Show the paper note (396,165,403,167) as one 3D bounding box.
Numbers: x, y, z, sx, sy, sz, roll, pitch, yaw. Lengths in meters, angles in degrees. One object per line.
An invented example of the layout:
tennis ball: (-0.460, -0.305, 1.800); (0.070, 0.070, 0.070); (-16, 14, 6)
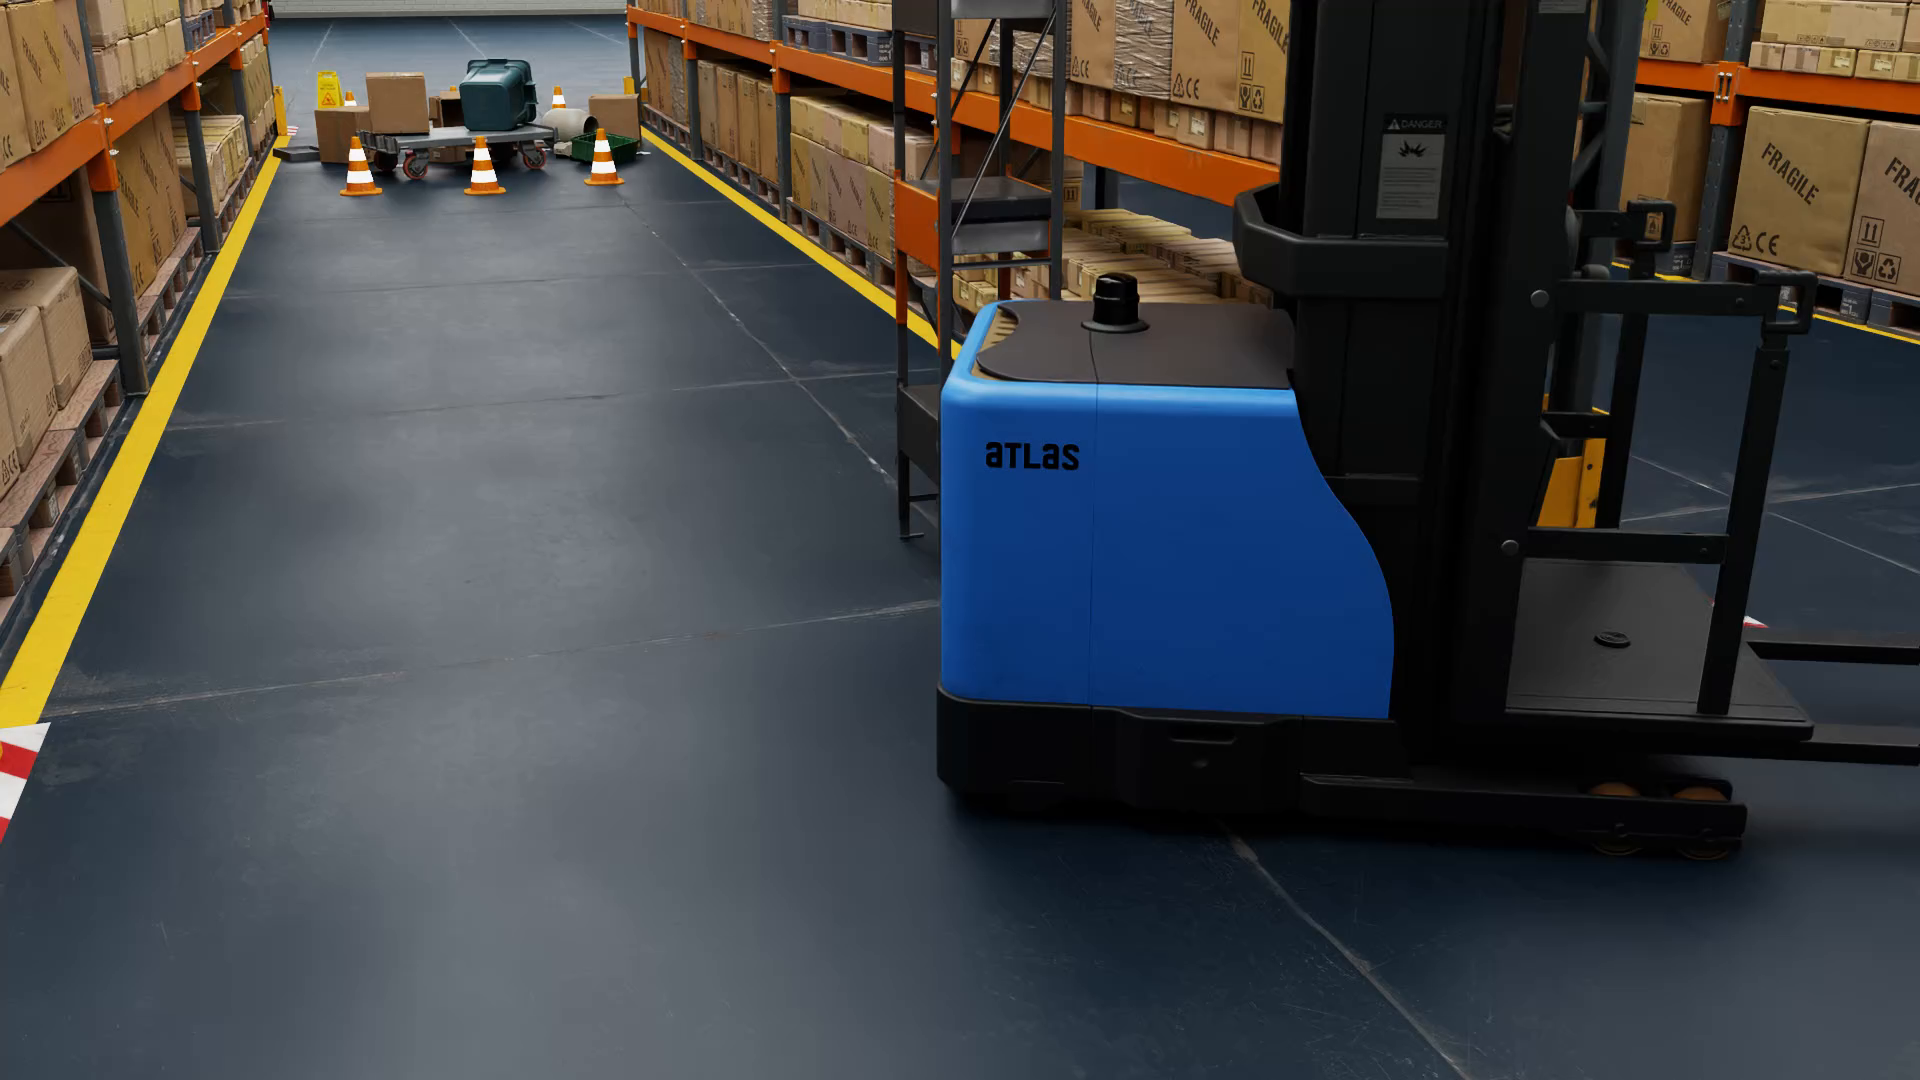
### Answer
paper note: (-5.356, -3.568, 15.804); (0.148, 0.019, 0.142); (-6, 21, -17)

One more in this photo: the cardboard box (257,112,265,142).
cardboard box: (-6.917, -3.905, 15.798); (0.500, 0.250, 0.500); (-5, 20, -14)

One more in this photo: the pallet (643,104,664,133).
pallet: (-3.073, -4.895, 19.232); (1.003, 0.211, 1.213); (-6, 21, -17)

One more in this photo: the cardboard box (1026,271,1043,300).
cardboard box: (0.541, -1.217, 8.024); (0.380, 0.149, 0.250); (-7, 21, -20)

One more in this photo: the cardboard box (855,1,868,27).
cardboard box: (-0.436, -3.294, 10.399); (0.380, 0.149, 0.250); (-7, 21, -19)

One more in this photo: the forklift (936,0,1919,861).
forklift: (1.495, -0.827, 3.883); (3.031, 2.935, 1.130); (2, 20, 6)

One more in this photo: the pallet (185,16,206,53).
pallet: (-5.877, -3.457, 11.387); (1.213, 0.211, 1.003); (-6, 21, -17)

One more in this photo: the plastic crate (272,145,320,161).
plastic crate: (-6.524, -3.830, 16.462); (0.402, 0.080, 0.583); (-15, 25, -36)

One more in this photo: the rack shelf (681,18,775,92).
rack shelf: (-1.513, -4.191, 14.213); (1.077, 0.370, 4.000); (-6, 21, -17)

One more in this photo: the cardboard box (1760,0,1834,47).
cardboard box: (5.012, -2.990, 9.585); (0.500, 0.250, 0.500); (-7, 21, -18)

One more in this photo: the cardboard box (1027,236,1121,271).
cardboard box: (0.545, -1.356, 7.971); (0.380, 0.149, 0.250); (-7, 21, -19)

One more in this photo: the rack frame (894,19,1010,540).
rack frame: (-0.025, -1.013, 5.632); (0.400, 2.100, 0.015); (-6, 21, -17)

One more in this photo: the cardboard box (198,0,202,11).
cardboard box: (-5.939, -4.057, 12.525); (0.380, 0.149, 0.250); (-6, 21, -15)

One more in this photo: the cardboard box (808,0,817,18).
cardboard box: (-0.851, -3.716, 11.577); (0.380, 0.149, 0.250); (-5, 20, -15)

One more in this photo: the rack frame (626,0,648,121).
rack frame: (-3.399, -6.455, 19.452); (1.000, 3.000, 0.127); (-6, 21, -17)

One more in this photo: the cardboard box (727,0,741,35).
cardboard box: (-1.593, -4.372, 13.503); (0.500, 0.500, 0.500); (-7, 21, -18)

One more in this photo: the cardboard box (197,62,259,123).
cardboard box: (-6.738, -4.088, 15.198); (0.500, 0.500, 0.500); (-5, 20, -15)

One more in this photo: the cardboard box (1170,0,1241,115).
cardboard box: (1.088, -1.791, 5.877); (0.500, 0.500, 0.500); (-7, 21, -18)

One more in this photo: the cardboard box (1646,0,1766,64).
cardboard box: (4.707, -3.267, 10.428); (0.500, 0.500, 0.500); (-6, 21, -17)

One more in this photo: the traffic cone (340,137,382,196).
traffic cone: (-5.090, -3.170, 14.059); (0.336, 0.463, 0.334); (-6, 21, -17)

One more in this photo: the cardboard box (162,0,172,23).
cardboard box: (-4.994, -3.202, 9.876); (0.500, 0.250, 0.500); (-7, 21, -19)

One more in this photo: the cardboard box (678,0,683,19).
cardboard box: (-2.269, -5.360, 16.179); (0.875, 0.550, 0.550); (-6, 21, -17)

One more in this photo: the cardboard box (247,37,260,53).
cardboard box: (-7.230, -4.953, 16.646); (0.380, 0.149, 0.250); (-5, 20, -15)

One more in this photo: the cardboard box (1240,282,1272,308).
cardboard box: (1.395, -0.992, 6.957); (0.380, 0.149, 0.250); (-6, 20, -15)

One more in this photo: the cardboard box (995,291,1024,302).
cardboard box: (0.394, -1.150, 8.277); (0.380, 0.149, 0.250); (-6, 21, -17)

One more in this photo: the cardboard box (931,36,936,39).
cardboard box: (0.060, -2.790, 8.998); (0.380, 0.149, 0.250); (-7, 21, -18)

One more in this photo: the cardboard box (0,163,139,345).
cardboard box: (-4.565, -1.434, 7.994); (0.875, 0.875, 0.875); (-6, 21, -16)

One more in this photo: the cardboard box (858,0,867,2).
cardboard box: (-0.428, -3.432, 10.344); (0.380, 0.149, 0.250); (-6, 21, -15)

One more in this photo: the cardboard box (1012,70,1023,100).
cardboard box: (0.437, -2.206, 7.992); (0.380, 0.149, 0.250); (-7, 21, -20)

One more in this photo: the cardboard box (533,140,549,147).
cardboard box: (-4.430, -4.241, 17.331); (0.396, 0.266, 0.258); (-3, 20, -8)

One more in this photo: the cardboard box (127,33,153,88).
cardboard box: (-4.492, -2.477, 8.597); (0.500, 0.250, 0.500); (-7, 21, -18)

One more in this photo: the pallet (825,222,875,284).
pallet: (-0.260, -1.934, 10.989); (1.003, 0.211, 1.213); (-6, 21, -17)

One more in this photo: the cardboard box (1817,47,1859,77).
cardboard box: (5.057, -2.682, 9.317); (0.380, 0.149, 0.250); (-6, 21, -15)

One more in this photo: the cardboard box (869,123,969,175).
cardboard box: (-0.250, -2.357, 10.009); (0.500, 0.250, 0.500); (-5, 20, -15)

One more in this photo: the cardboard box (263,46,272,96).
cardboard box: (-7.567, -4.924, 17.526); (0.500, 0.500, 0.500); (-6, 21, -17)

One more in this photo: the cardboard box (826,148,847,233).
cardboard box: (-0.577, -2.330, 11.043); (0.500, 0.500, 0.500); (-7, 21, -19)

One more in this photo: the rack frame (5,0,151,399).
rack frame: (-4.294, -2.046, 7.176); (1.000, 3.000, 0.127); (-6, 21, -17)

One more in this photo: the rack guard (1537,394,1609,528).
rack guard: (1.606, -0.169, 5.647); (1.175, 0.500, 0.348); (-6, 21, -17)

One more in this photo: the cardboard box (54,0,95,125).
cardboard box: (-3.906, -1.972, 6.820); (0.500, 0.500, 0.500); (-6, 21, -17)

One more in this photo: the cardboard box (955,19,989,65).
cardboard box: (0.289, -2.606, 8.146); (0.500, 0.500, 0.500); (-7, 21, -18)

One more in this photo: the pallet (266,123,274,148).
pallet: (-7.821, -4.296, 17.564); (1.003, 0.211, 1.213); (-6, 21, -17)

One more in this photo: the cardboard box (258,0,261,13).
cardboard box: (-7.561, -5.612, 17.475); (0.380, 0.149, 0.250); (-7, 21, -18)

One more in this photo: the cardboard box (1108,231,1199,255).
cardboard box: (0.942, -1.406, 8.108); (0.380, 0.149, 0.250); (-6, 21, -15)

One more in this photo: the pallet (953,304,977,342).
pallet: (0.618, -1.080, 8.612); (1.003, 0.211, 1.213); (-6, 21, -17)

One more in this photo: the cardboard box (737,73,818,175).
cardboard box: (-1.268, -3.512, 13.964); (1.050, 0.750, 0.750); (-6, 21, -16)

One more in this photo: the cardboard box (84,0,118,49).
cardboard box: (-4.165, -2.382, 7.593); (0.500, 0.250, 0.500); (-7, 21, -19)

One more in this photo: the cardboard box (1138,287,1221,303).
cardboard box: (0.838, -0.926, 6.774); (0.380, 0.149, 0.250); (-6, 21, -15)

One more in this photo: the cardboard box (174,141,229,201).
cardboard box: (-5.959, -2.709, 12.288); (0.950, 0.372, 0.625); (-7, 21, -18)

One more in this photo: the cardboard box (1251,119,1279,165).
cardboard box: (1.217, -1.361, 5.640); (0.380, 0.149, 0.250); (-6, 21, -17)

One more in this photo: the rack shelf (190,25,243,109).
rack shelf: (-6.180, -3.633, 12.658); (1.077, 0.370, 4.000); (-6, 21, -17)

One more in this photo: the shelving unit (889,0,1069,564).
shelving unit: (0.052, -0.935, 5.414); (0.431, 2.100, 0.503); (-6, 21, -17)

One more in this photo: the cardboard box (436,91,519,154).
cardboard box: (-4.809, -4.192, 16.643); (0.797, 0.637, 0.503); (-6, 21, -17)

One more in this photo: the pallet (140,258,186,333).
pallet: (-4.996, -1.366, 9.406); (1.003, 0.211, 1.213); (-6, 21, -17)

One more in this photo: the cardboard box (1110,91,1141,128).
cardboard box: (0.839, -1.783, 6.816); (0.380, 0.149, 0.250); (-6, 21, -16)

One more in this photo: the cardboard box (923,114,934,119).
cardboard box: (0.066, -2.579, 10.626); (0.500, 0.250, 0.500); (-6, 20, -15)

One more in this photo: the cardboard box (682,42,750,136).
cardboard box: (-2.273, -4.579, 16.749); (0.875, 0.875, 0.875); (-6, 21, -16)

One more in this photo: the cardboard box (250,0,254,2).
cardboard box: (-7.327, -5.617, 16.530); (0.500, 0.500, 0.500); (-6, 21, -17)

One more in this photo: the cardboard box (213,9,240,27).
cardboard box: (-6.603, -4.630, 14.742); (0.380, 0.149, 0.250); (-6, 21, -17)
